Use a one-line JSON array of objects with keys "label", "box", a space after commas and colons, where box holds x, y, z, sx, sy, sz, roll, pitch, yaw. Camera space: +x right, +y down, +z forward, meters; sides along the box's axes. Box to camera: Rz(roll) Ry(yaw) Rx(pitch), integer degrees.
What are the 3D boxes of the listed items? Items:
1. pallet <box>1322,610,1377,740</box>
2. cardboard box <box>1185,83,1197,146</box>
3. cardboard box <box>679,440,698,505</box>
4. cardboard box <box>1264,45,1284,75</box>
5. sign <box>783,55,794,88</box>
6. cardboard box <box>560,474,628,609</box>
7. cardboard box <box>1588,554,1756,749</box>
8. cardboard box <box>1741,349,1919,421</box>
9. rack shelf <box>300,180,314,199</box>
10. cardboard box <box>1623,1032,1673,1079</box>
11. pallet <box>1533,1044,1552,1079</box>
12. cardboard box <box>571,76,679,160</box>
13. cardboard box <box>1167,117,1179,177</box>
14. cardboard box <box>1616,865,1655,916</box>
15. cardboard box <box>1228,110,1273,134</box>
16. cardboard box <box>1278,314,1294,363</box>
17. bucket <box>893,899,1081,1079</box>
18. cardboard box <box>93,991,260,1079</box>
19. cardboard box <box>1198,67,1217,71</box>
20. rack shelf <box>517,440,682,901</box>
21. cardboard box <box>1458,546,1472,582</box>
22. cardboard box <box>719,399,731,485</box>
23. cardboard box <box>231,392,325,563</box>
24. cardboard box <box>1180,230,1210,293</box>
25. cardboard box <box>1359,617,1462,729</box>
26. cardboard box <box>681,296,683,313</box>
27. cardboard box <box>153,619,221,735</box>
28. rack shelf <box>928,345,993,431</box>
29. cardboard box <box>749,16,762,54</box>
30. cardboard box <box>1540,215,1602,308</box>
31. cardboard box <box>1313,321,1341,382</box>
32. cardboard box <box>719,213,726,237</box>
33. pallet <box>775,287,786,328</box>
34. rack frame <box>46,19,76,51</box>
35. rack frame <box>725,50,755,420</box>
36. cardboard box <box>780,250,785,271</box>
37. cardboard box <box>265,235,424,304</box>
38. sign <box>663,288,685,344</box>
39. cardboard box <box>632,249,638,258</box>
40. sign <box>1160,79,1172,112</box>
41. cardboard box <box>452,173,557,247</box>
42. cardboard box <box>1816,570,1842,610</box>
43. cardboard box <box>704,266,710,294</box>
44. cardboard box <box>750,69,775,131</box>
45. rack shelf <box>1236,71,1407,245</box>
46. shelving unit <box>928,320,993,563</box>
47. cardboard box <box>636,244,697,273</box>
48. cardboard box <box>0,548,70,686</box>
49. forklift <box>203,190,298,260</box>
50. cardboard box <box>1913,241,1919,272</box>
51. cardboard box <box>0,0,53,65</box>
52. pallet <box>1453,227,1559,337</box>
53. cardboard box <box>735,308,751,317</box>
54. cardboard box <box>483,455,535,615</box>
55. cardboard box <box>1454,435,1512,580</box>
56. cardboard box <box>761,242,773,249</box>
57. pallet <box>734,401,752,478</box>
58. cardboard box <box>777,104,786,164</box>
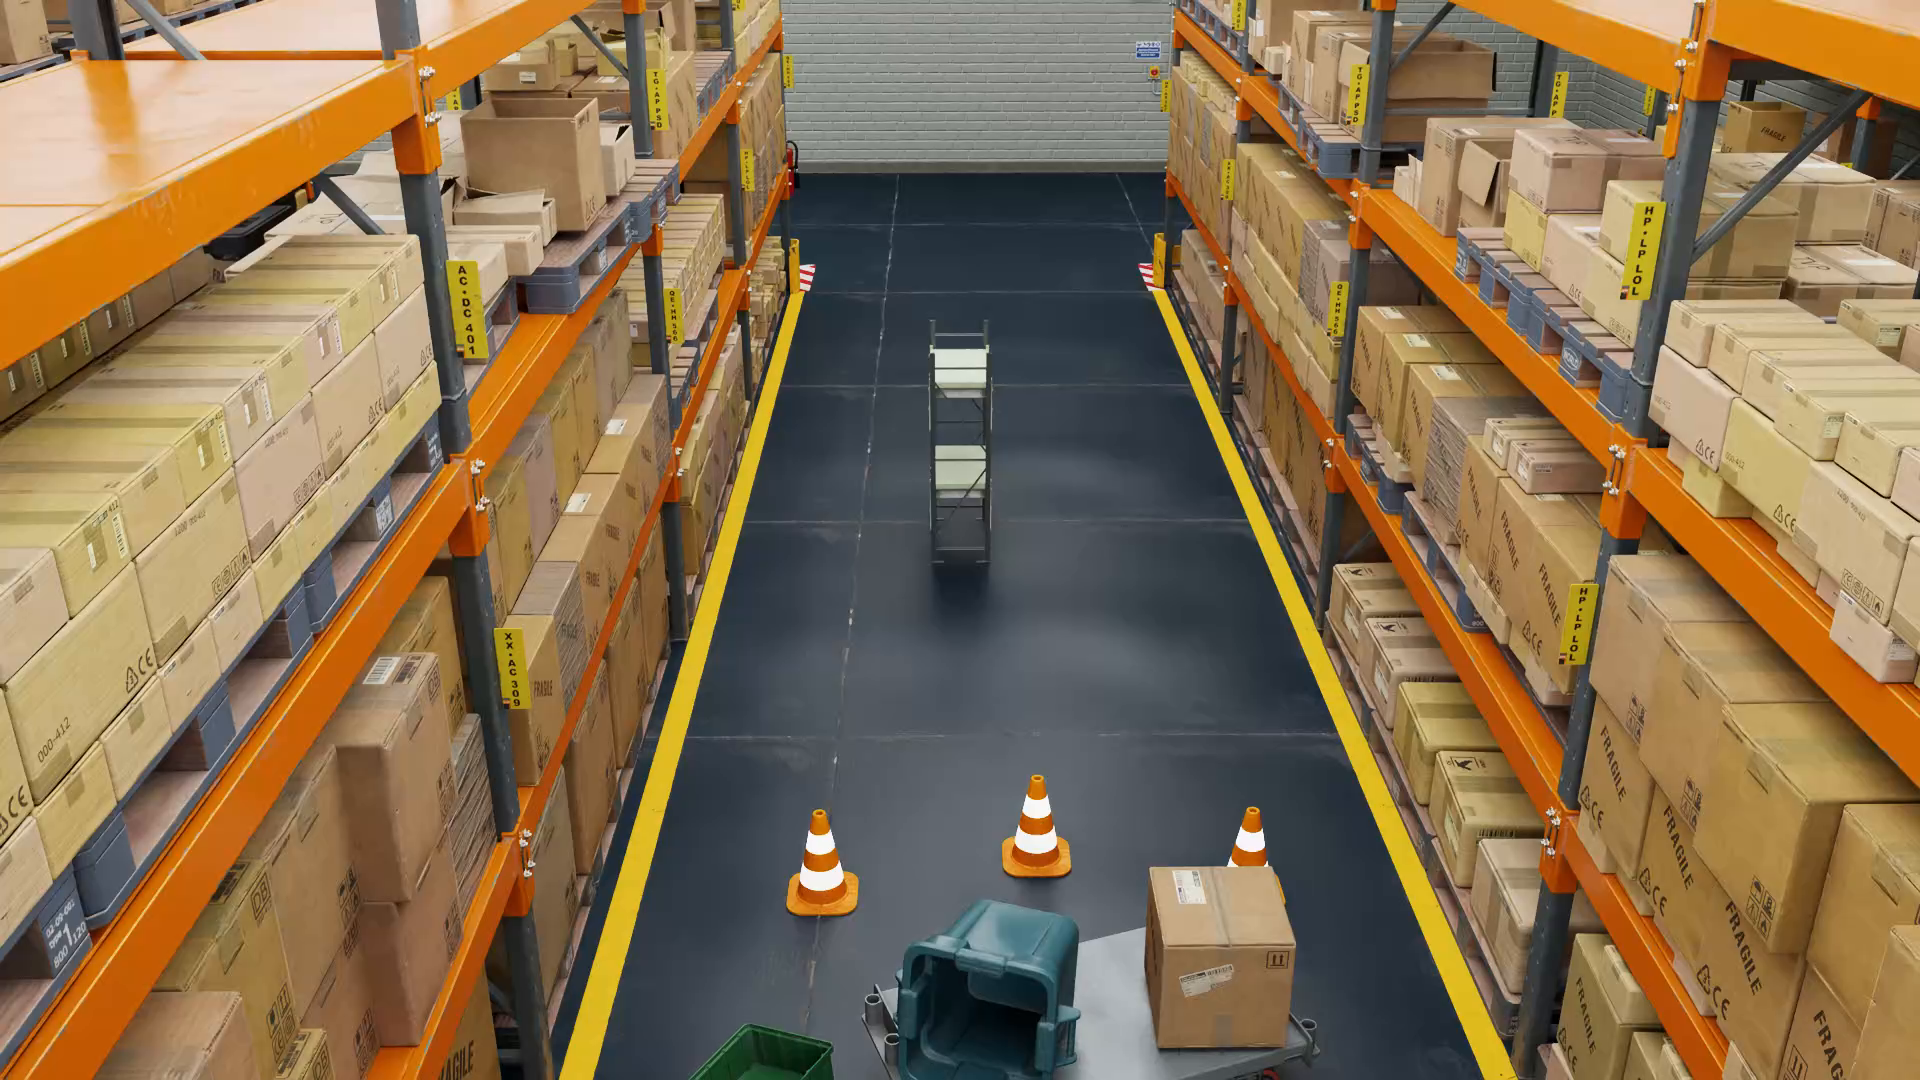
[{"label": "pallet", "box": [2.758, 0.775, 9.780, 1.003, 0.211, 1.213, 0, 24, -1]}, {"label": "cardboard box", "box": [2.411, -3.991, 15.600, 0.500, 0.500, 0.500, 0, 24, -1]}, {"label": "cardboard box", "box": [-1.963, -0.433, 10.681, 0.500, 0.250, 0.500, -1, 24, -3]}, {"label": "cardboard box", "box": [2.372, -3.394, 11.749, 0.380, 0.166, 0.250, -2, 24, -4]}, {"label": "sign", "box": [-1.729, -4.716, 16.748, 0.100, 0.325, 0.005, 0, 24, -1]}, {"label": "cardboard box", "box": [-1.905, 0.008, 7.971, 0.500, 0.500, 0.500, 0, 24, 0]}, {"label": "cardboard box", "box": [2.583, 0.376, 5.582, 0.700, 0.500, 0.500, -1, 24, -1]}, {"label": "cardboard box", "box": [2.498, -0.438, 4.775, 0.380, 0.149, 0.250, -1, 24, -2]}, {"label": "rack shelf", "box": [-7.223, -2.917, 15.434, 1.077, 0.370, 4.000, 0, 24, -1]}, {"label": "cardboard box", "box": [2.549, 2.016, 5.571, 0.500, 0.500, 0.500, 1, 24, 2]}, {"label": "pallet", "box": [2.838, 2.378, 6.236, 1.003, 0.211, 1.213, 0, 24, -1]}, {"label": "cardboard box", "box": [-1.937, -2.402, 9.660, 0.500, 0.500, 0.500, 0, 24, -1]}, {"label": "cardboard box", "box": [2.382, -3.960, 16.745, 0.500, 0.500, 0.500, 0, 24, -1]}, {"label": "cardboard box", "box": [2.532, 1.180, 5.805, 0.380, 0.149, 0.250, 0, 24, 1]}, {"label": "cardboard box", "box": [2.386, -3.388, 13.479, 0.380, 0.149, 0.250, -1, 24, -2]}, {"label": "cardboard box", "box": [2.476, -1.374, 11.331, 0.500, 0.250, 0.500, 0, 24, -1]}, {"label": "bucket", "box": [0.153, 1.739, 6.392, 0.726, 0.611, 0.620, 8, 16, 18]}, {"label": "cardboard box", "box": [-2.044, 1.372, 3.584, 0.875, 0.550, 0.550, 0, 24, -1]}, {"label": "cardboard box", "box": [2.430, -4.331, 15.565, 0.380, 0.149, 0.250, 0, 24, 0]}, {"label": "rack shelf", "box": [-2.175, 0.398, 8.102, 1.077, 0.370, 4.000, 0, 24, -1]}, {"label": "cardboard box", "box": [2.517, 0.123, 7.634, 0.380, 0.149, 0.250, 0, 24, -1]}, {"label": "cardboard box", "box": [-1.974, -0.728, 12.242, 0.500, 0.500, 0.500, -1, 24, -2]}, {"label": "cardboard box", "box": [-1.883, -0.160, 4.014, 0.500, 0.250, 0.500, 0, 24, -1]}, {"label": "cardboard box", "box": [2.771, -2.866, 17.047, 0.875, 0.438, 0.875, -1, 24, -2]}, {"label": "cardboard box", "box": [2.764, 0.725, 9.185, 0.950, 0.372, 0.625, -1, 24, -2]}, {"label": "cardboard box", "box": [-2.016, -1.492, 10.842, 0.380, 0.149, 0.250, 0, 24, 0]}, {"label": "cardboard box", "box": [-1.810, 0.286, 3.511, 0.380, 0.149, 0.250, 0, 24, 0]}, {"label": "rack shelf", "box": [0.000, -1.036, 11.274, 0.431, 0.370, 0.720, 0, 24, -1]}, {"label": "cardboard box", "box": [-1.983, -4.313, 14.189, 0.500, 0.250, 0.500, 1, 24, 2]}, {"label": "cardboard box", "box": [2.643, -1.107, 6.591, 0.500, 0.250, 0.500, 0, 24, 0]}, {"label": "cardboard box", "box": [2.492, -1.175, 10.284, 0.500, 0.250, 0.500, 0, 24, -1]}, {"label": "cardboard box", "box": [-2.039, -2.451, 12.964, 0.380, 0.149, 0.250, 0, 24, 1]}, {"label": "pallet", "box": [-2.310, -2.413, 16.830, 1.003, 0.211, 1.213, 0, 24, -1]}, {"label": "rack frame", "box": [-7.202, -5.155, 12.227, 1.000, 3.000, 0.127, 0, 24, -1]}, {"label": "rack frame", "box": [-2.241, -2.402, 13.420, 1.000, 3.000, 0.127, 0, 24, -1]}, {"label": "cardboard box", "box": [-1.993, -2.862, 17.026, 0.380, 0.149, 0.250, -1, 24, -2]}, {"label": "cardboard box", "box": [-1.831, -0.808, 4.964, 0.380, 0.149, 0.250, 0, 24, -1]}, {"label": "sign", "box": [-1.642, -1.285, 9.546, 0.100, 0.325, 0.005, 0, 24, -1]}, {"label": "cardboard box", "box": [-2.688, -2.200, 12.770, 0.380, 0.149, 0.250, 0, 24, 0]}, {"label": "sign", "box": [2.109, -4.544, 17.011, 0.100, 0.325, 0.005, 0, 24, -1]}, {"label": "cardboard box", "box": [-1.962, -1.420, 7.141, 0.396, 0.266, 0.258, 0, 24, -1]}, {"label": "cardboard box", "box": [2.568, 0.131, 4.484, 0.380, 0.149, 0.250, -1, 24, -2]}, {"label": "cardboard box", "box": [-2.023, -1.888, 12.080, 0.380, 0.149, 0.250, -1, 24, -3]}, {"label": "cardboard box", "box": [-2.011, -4.076, 15.427, 0.500, 0.500, 0.500, 1, 24, 2]}, {"label": "rack shelf", "box": [2.730, -2.680, 11.270, 1.077, 0.370, 4.000, 0, 24, -1]}, {"label": "shelving unit", "box": [0.000, -0.681, 11.435, 0.431, 1.500, 0.755, 0, 24, -1]}, {"label": "cardboard box", "box": [-2.023, -1.937, 11.466, 0.380, 0.149, 0.250, -1, 24, -1]}, {"label": "cardboard box", "box": [-1.806, 0.133, 2.883, 0.380, 0.149, 0.250, -1, 24, -1]}, {"label": "forklift", "box": [-4.670, -1.006, 10.418, 1.130, 2.935, 3.031, 0, 24, 0]}, {"label": "cardboard box", "box": [7.303, -2.045, 12.286, 0.396, 0.266, 0.258, 1, 24, 2]}, {"label": "cardboard box", "box": [-7.185, -3.786, 12.210, 0.700, 0.500, 0.500, 0, 24, 1]}, {"label": "pallet", "box": [2.880, -1.133, 7.202, 1.213, 0.211, 1.003, 0, 24, -1]}, {"label": "cardboard box", "box": [-2.033, -1.926, 14.596, 0.380, 0.149, 0.250, -1, 24, -1]}, {"label": "cardboard box", "box": [-2.172, -0.023, 6.826, 0.700, 0.500, 0.500, -1, 24, -1]}, {"label": "cardboard box", "box": [2.554, -0.148, 7.445, 0.500, 0.500, 0.500, 1, 24, 1]}, {"label": "cardboard box", "box": [-2.080, -2.893, 16.734, 0.380, 0.149, 0.250, 0, 24, 0]}, {"label": "pallet", "box": [-2.231, -0.810, 13.286, 1.003, 0.211, 1.213, 0, 24, -1]}, {"label": "cardboard box", "box": [-2.022, -4.047, 16.576, 0.500, 0.500, 0.500, 0, 24, 1]}]
